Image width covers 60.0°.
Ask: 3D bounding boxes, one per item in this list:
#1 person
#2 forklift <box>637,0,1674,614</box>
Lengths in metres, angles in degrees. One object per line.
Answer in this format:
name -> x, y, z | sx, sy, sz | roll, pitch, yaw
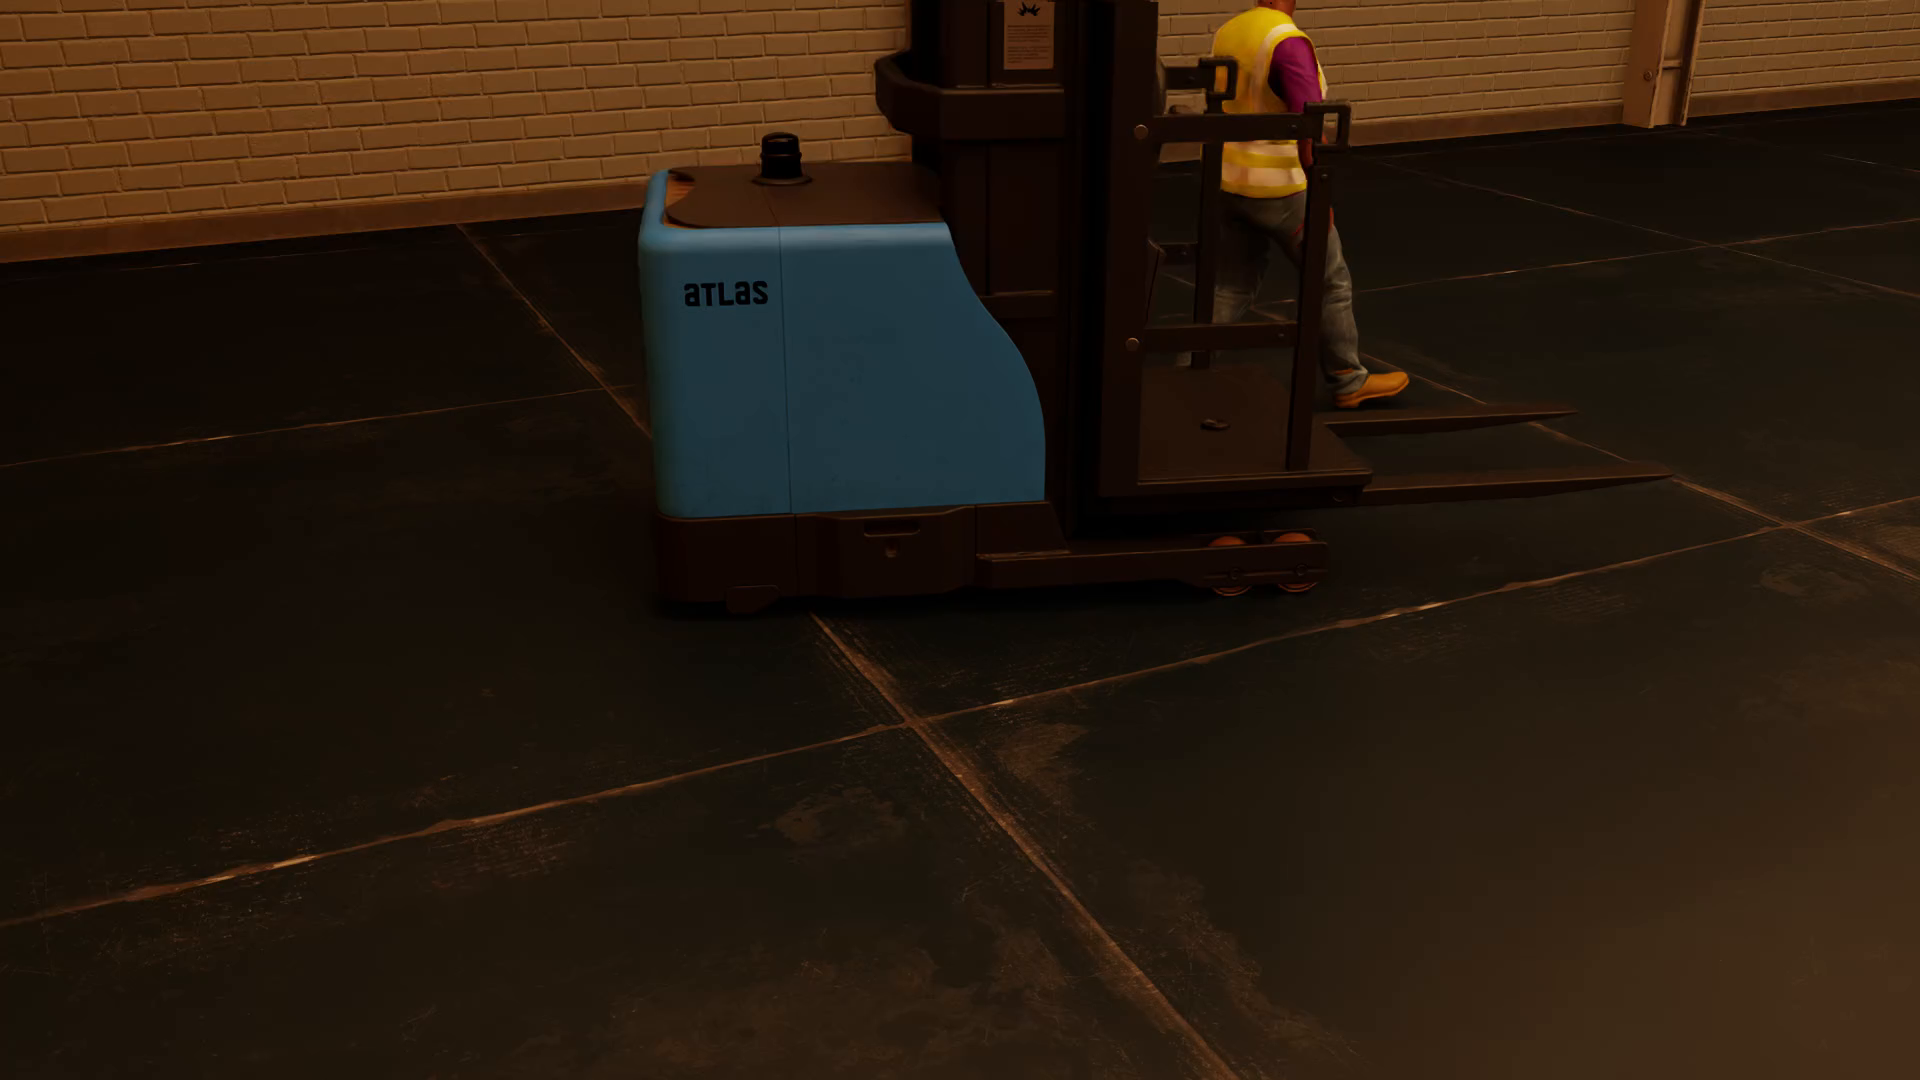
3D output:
person -> 1.235, -1.298, 6.041 | 0.865, 1.702, 0.771 | -12, 25, -26
forklift -> 0.608, -1.392, 4.637 | 3.031, 2.935, 1.130 | -3, 23, -7
